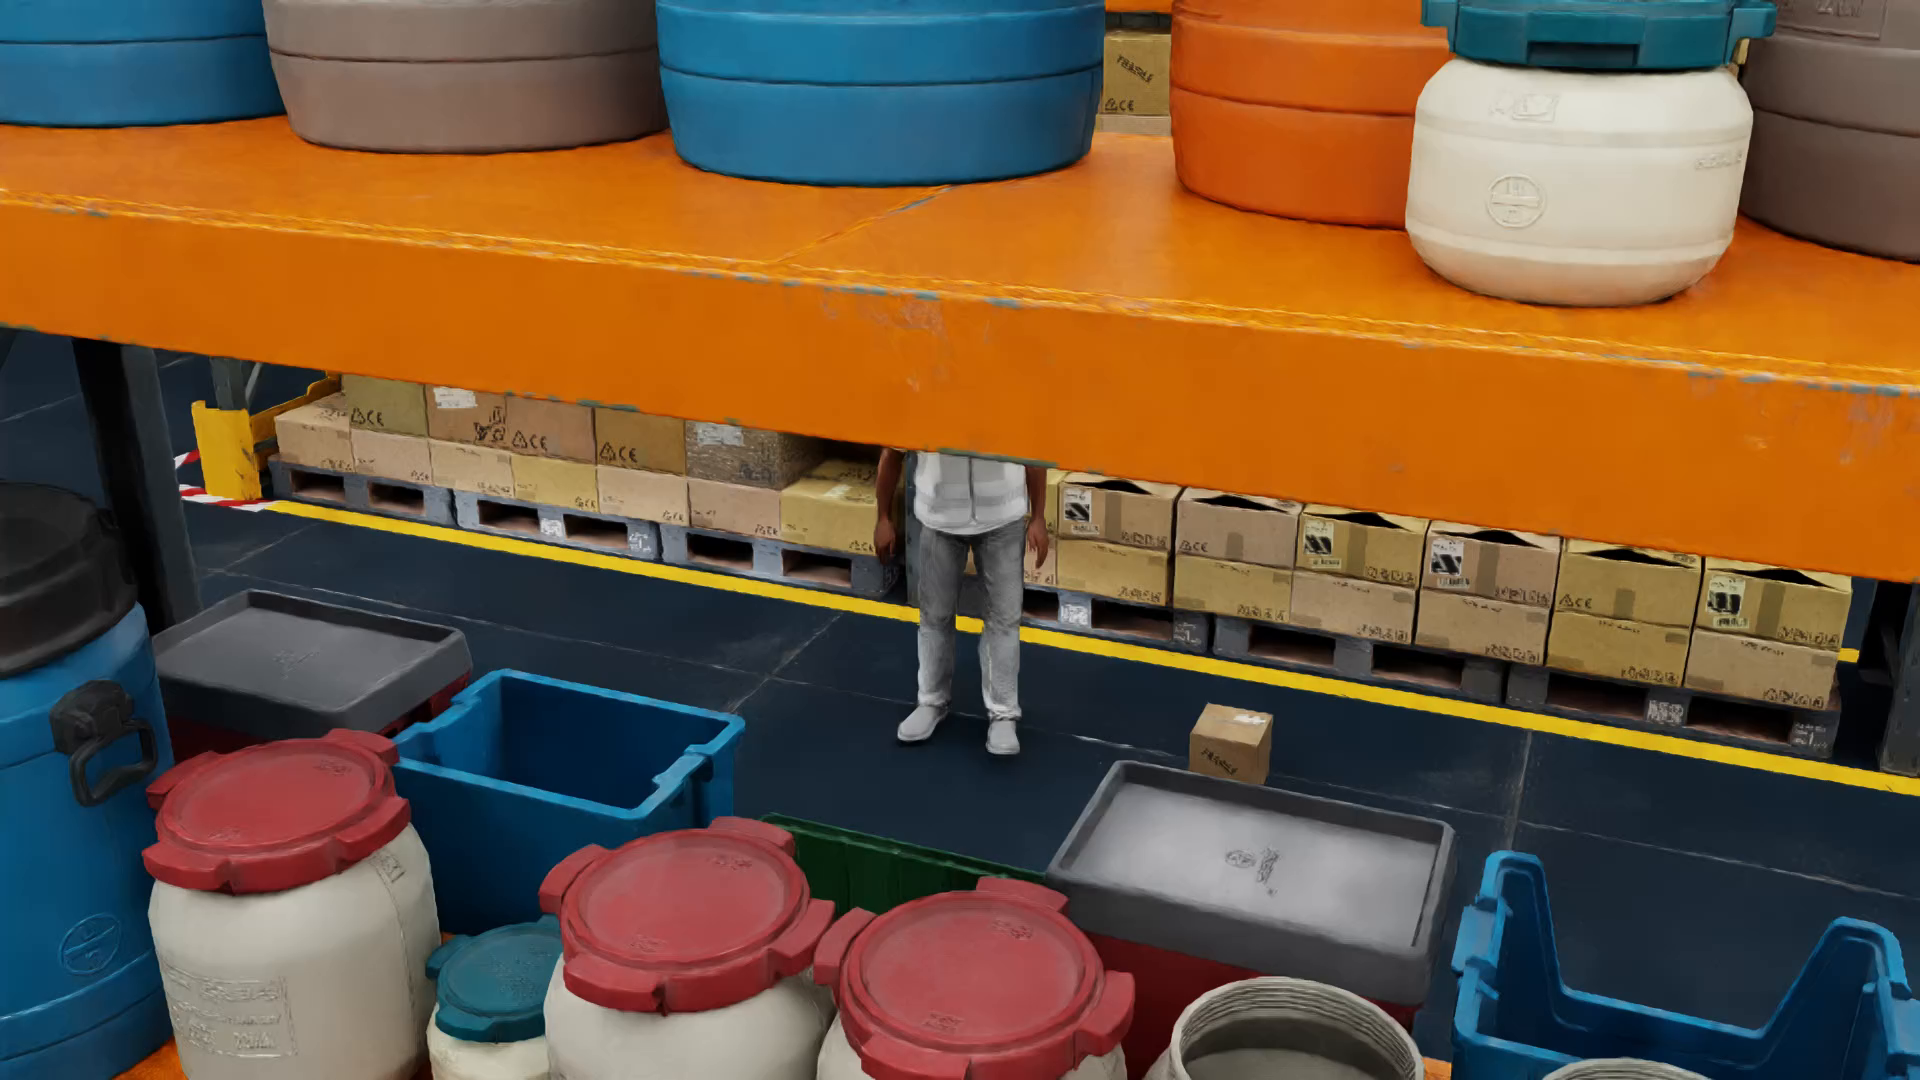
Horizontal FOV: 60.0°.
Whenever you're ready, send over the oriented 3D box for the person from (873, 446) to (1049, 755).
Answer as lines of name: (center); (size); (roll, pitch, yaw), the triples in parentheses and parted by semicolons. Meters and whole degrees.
person: (0.005, -0.046, 6.109); (0.650, 1.768, 0.521); (-1, 22, -3)
